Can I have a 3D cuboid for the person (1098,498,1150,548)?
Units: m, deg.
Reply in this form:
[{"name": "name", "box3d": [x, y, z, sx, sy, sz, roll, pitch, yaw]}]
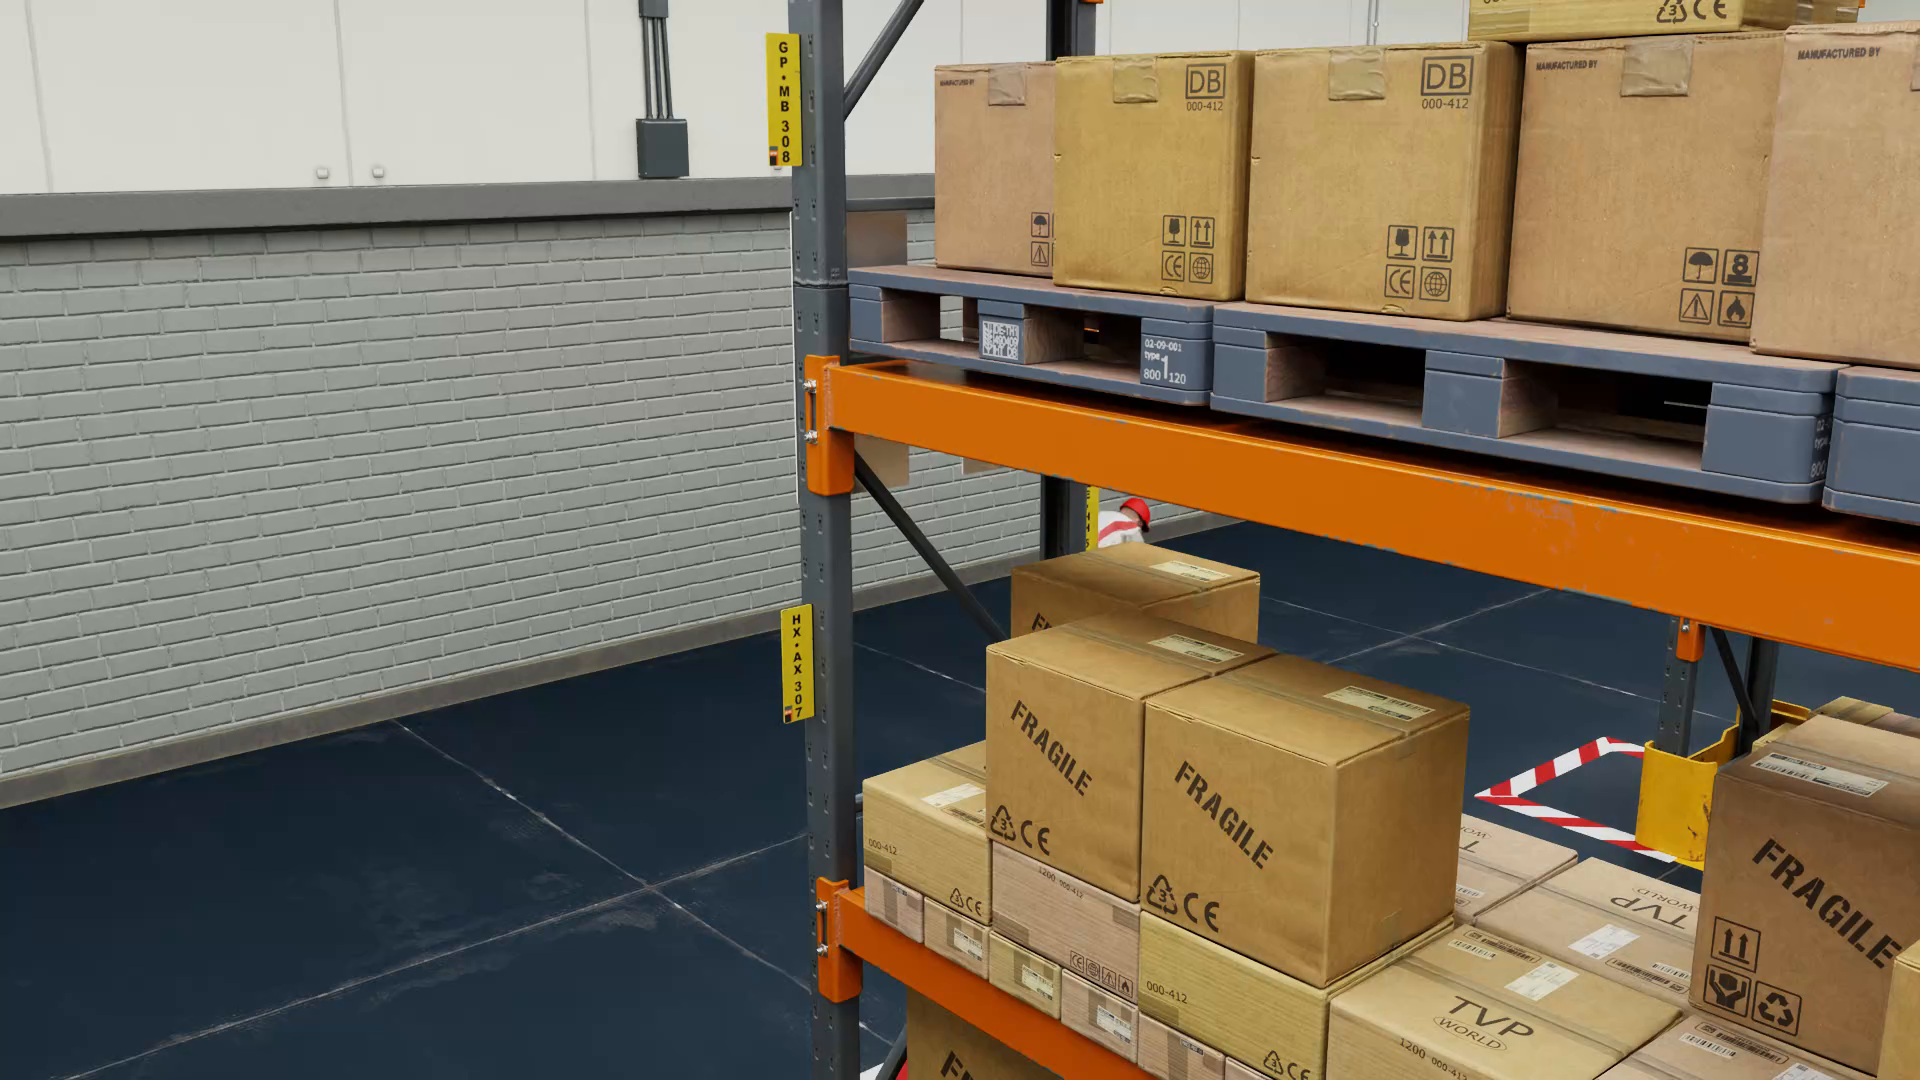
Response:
[{"name": "person", "box3d": [0.947, 0.261, 11.069, 0.920, 0.988, 0.533, -13, 19, -41]}]
